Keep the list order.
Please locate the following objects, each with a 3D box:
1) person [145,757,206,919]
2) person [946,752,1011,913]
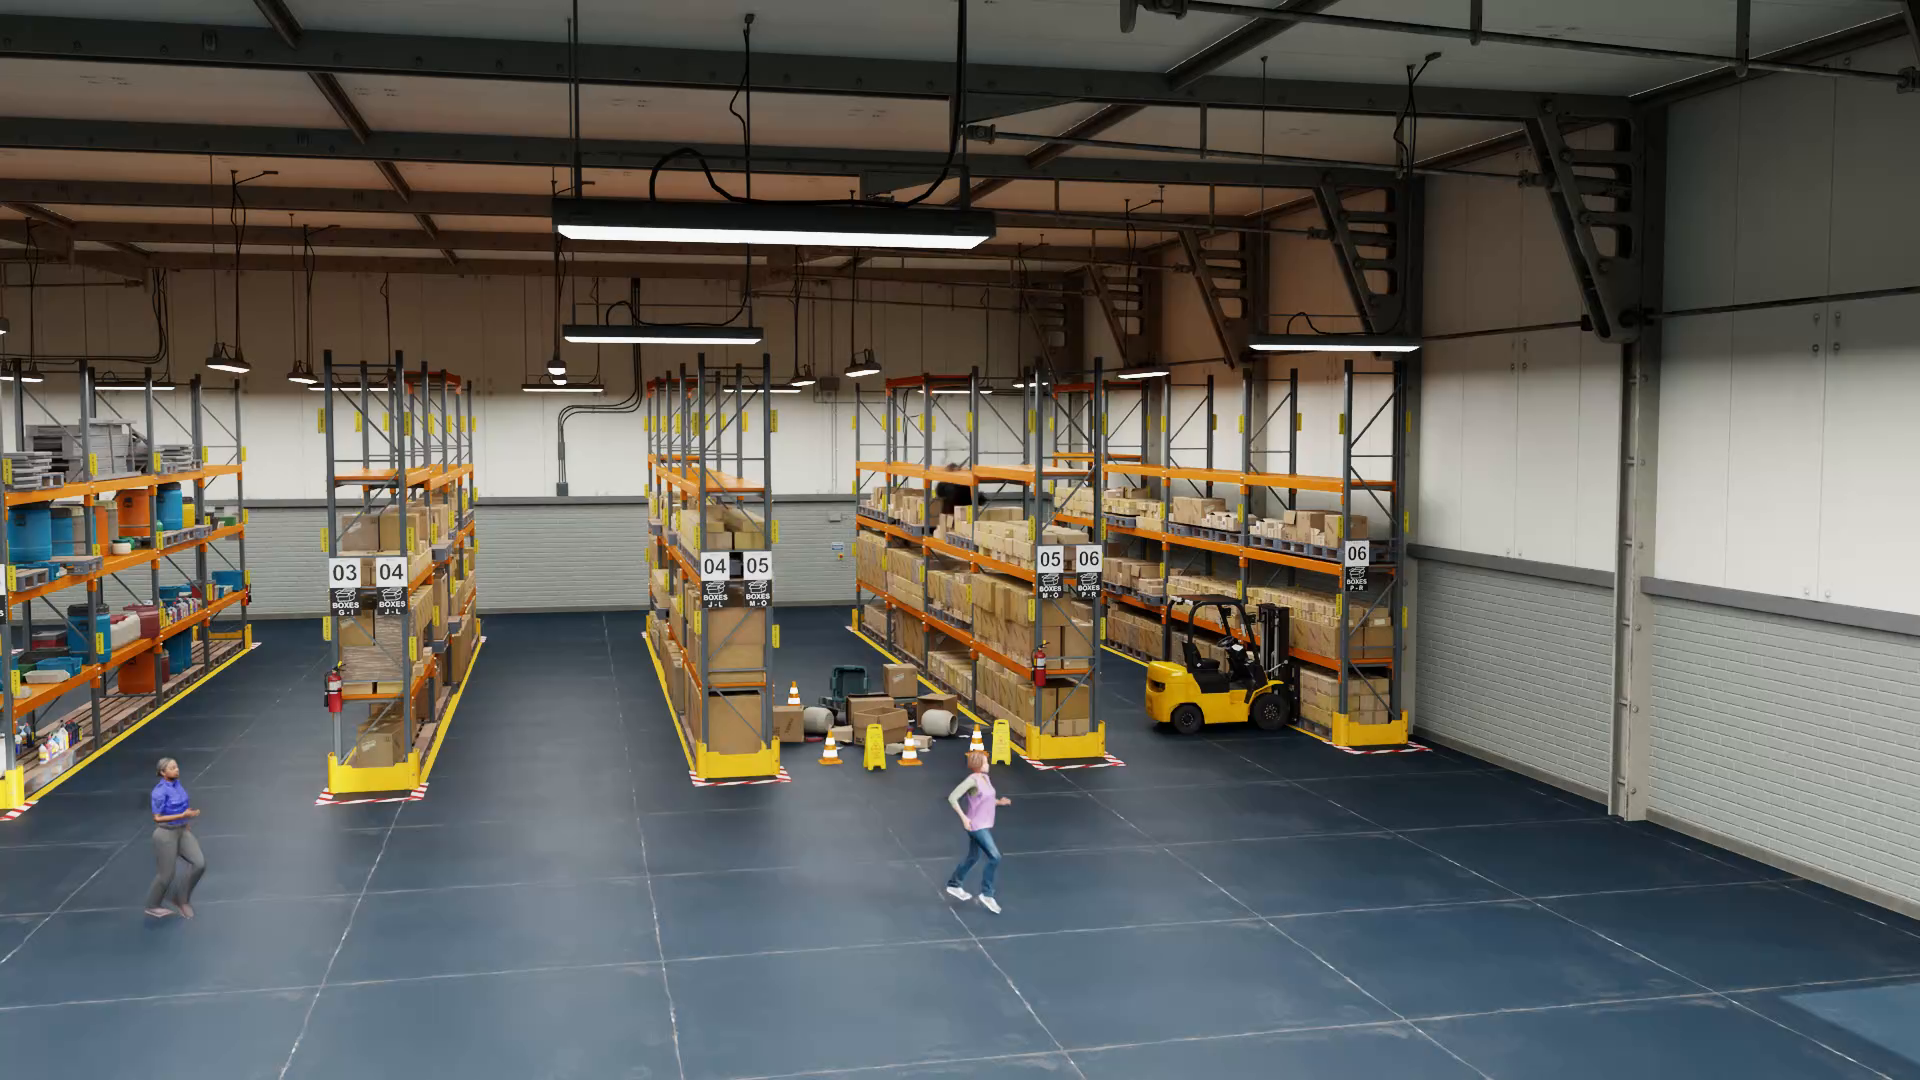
[{"bbox_3d":[-7.905,3.021,16.761,0.667,1.685,0.558,1,4,11],"label":"person"},{"bbox_3d":[0.183,3.006,17.186,0.717,1.646,0.505,1,4,17],"label":"person"}]
